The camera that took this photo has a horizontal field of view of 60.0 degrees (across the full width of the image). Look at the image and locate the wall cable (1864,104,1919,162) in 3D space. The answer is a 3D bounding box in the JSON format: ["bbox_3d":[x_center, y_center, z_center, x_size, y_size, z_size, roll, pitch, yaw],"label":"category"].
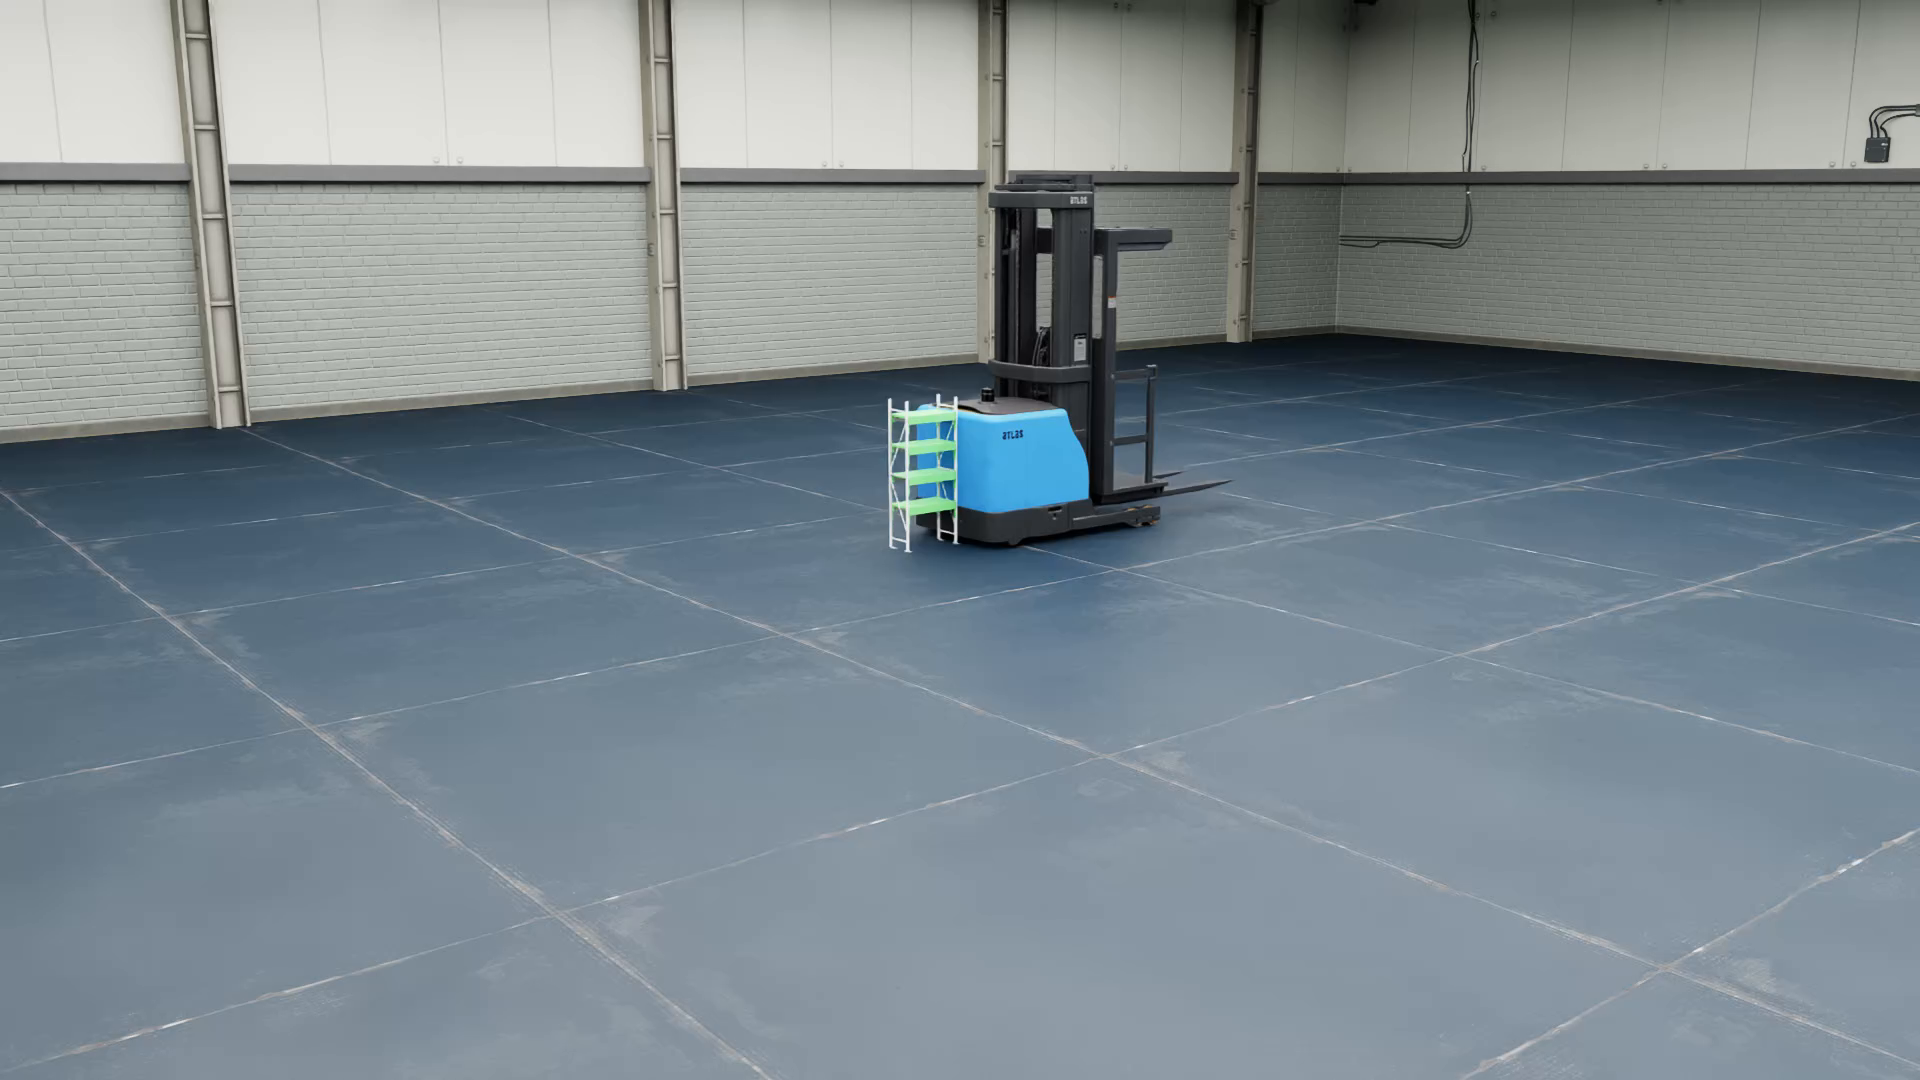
[{"bbox_3d":[14.264,-8.410,23.383,0.169,6.003,2.305,-9,15,-38],"label":"wall cable"}]

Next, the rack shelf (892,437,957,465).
[{"bbox_3d":[-0.293,-0.710,13.236,0.480,0.148,0.258,-10,15,-38],"label":"rack shelf"}]

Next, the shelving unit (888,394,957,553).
[{"bbox_3d":[-0.293,-0.538,13.273,0.503,1.200,0.258,-10,15,-38],"label":"shelving unit"}]

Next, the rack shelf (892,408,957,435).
[{"bbox_3d":[-0.293,-0.945,13.186,0.480,0.148,0.258,-10,15,-38],"label":"rack shelf"}]

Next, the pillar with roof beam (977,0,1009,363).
[{"bbox_3d":[3.223,-6.644,23.253,0.400,9.000,9.100,-9,15,-38],"label":"pillar with roof beam"}]

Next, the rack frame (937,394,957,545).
[{"bbox_3d":[-0.104,-0.570,13.423,0.015,1.200,0.240,-10,15,-38],"label":"rack frame"}]

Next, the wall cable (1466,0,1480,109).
[{"bbox_3d":[10.036,-8.801,28.729,0.112,2.526,3.097,-9,15,-38],"label":"wall cable"}]

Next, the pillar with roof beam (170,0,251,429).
[{"bbox_3d":[-6.147,-5.087,15.920,0.400,9.000,9.100,-9,15,-38],"label":"pillar with roof beam"}]

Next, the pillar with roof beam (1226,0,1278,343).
[{"bbox_3d":[7.908,-7.422,26.919,0.548,9.000,9.100,-9,15,-38],"label":"pillar with roof beam"}]

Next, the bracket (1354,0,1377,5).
[{"bbox_3d":[7.616,-10.185,31.264,0.430,0.232,0.235,-9,15,-38],"label":"bracket"}]

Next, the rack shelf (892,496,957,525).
[{"bbox_3d":[-0.293,-0.241,13.336,0.480,0.148,0.258,-10,15,-38],"label":"rack shelf"}]

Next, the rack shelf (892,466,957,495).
[{"bbox_3d":[-0.293,-0.475,13.286,0.480,0.148,0.258,-10,15,-38],"label":"rack shelf"}]

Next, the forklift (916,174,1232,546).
[{"bbox_3d":[1.094,-1.614,14.175,3.031,2.935,1.130,-10,15,-38],"label":"forklift"}]

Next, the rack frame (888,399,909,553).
[{"bbox_3d":[-0.483,-0.506,13.122,0.015,1.200,0.240,-10,15,-38],"label":"rack frame"}]

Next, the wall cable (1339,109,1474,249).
[{"bbox_3d":[8.346,-6.770,31.320,0.112,2.526,3.097,-9,15,-38],"label":"wall cable"}]

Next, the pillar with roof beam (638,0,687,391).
[{"bbox_3d":[-1.462,-5.865,19.586,0.400,9.000,9.100,-9,15,-38],"label":"pillar with roof beam"}]
